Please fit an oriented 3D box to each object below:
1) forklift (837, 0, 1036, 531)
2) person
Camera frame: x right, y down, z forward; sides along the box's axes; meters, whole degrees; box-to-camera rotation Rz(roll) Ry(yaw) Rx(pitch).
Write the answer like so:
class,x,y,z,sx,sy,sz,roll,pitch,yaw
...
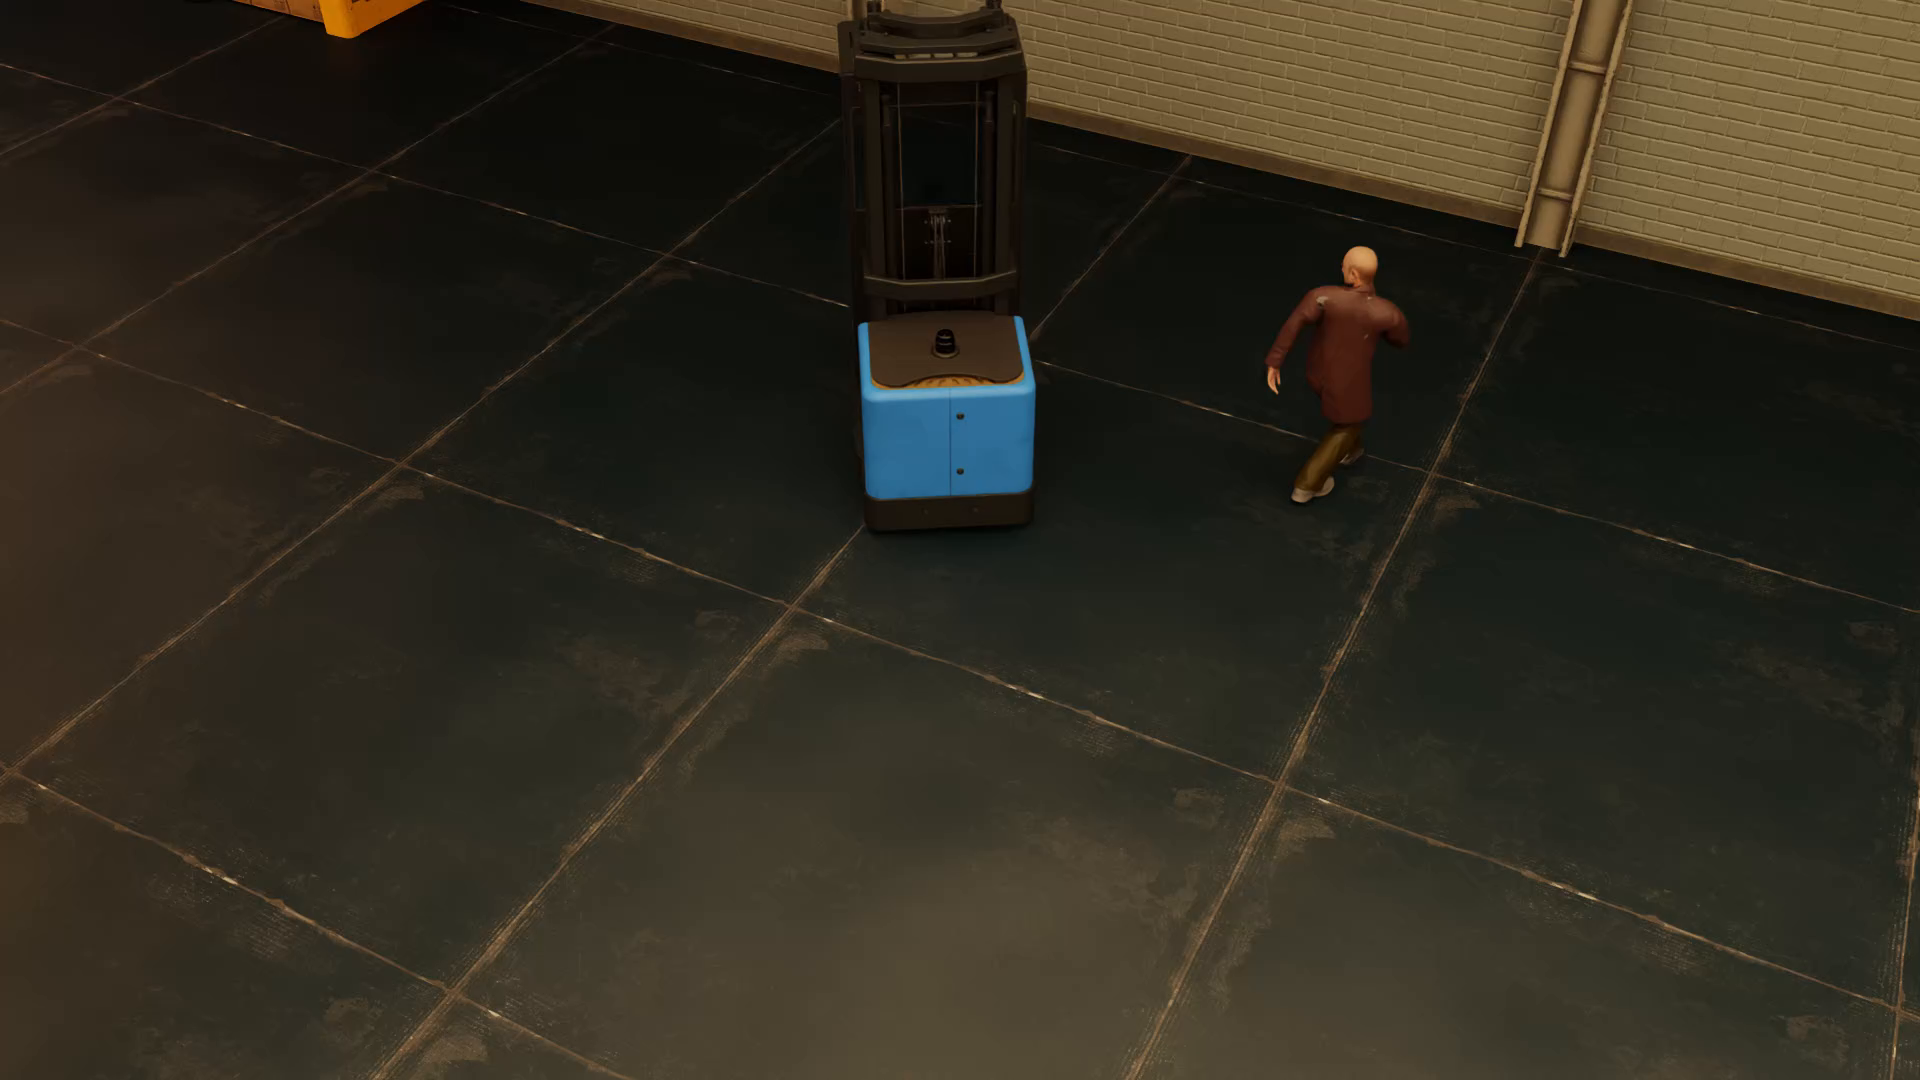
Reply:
class,x,y,z,sx,sy,sz,roll,pitch,yaw
forklift,-0.173,-2.116,10.499,1.130,2.935,3.031,-3,40,-3
person,2.342,-1.020,10.191,0.628,1.761,0.964,31,49,32
